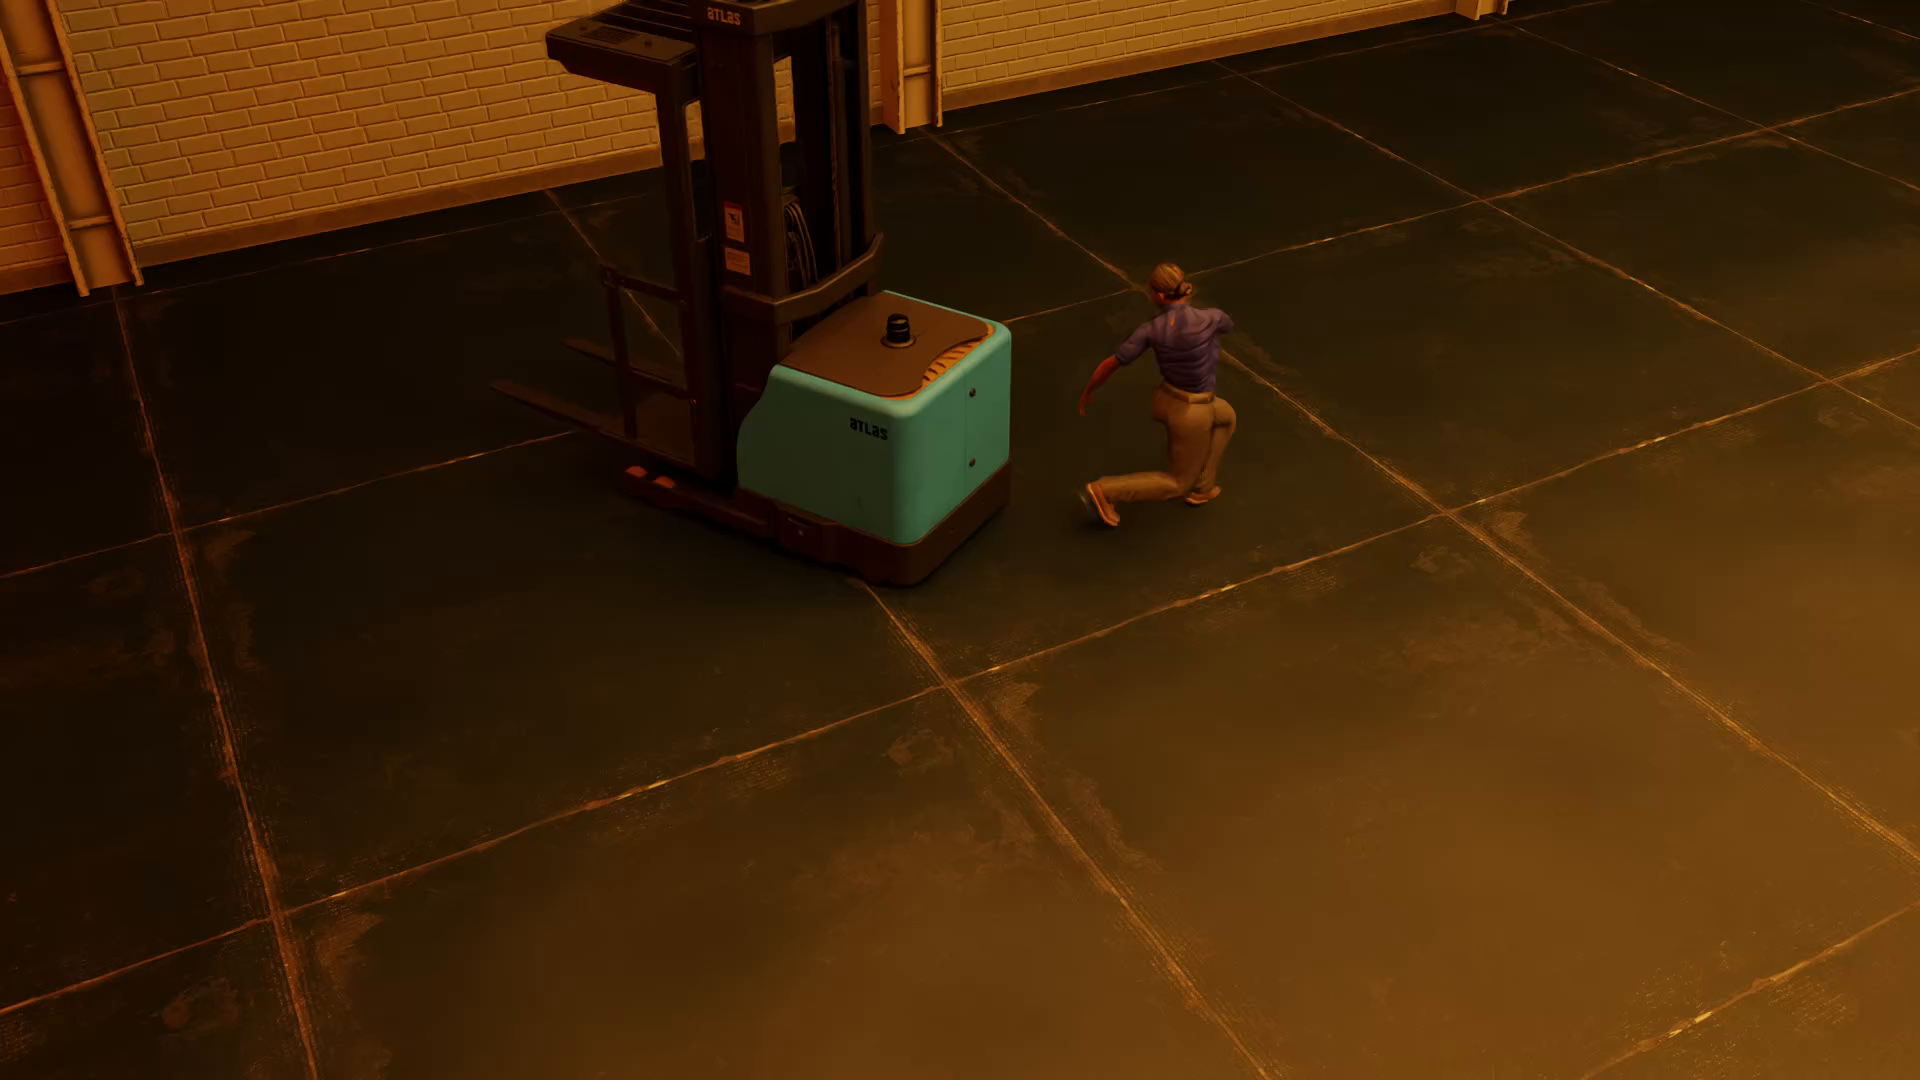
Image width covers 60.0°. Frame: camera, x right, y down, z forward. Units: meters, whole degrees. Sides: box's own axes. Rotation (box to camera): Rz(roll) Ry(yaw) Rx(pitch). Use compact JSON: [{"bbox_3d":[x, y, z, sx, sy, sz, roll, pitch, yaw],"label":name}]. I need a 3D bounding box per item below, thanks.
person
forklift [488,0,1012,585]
[{"bbox_3d":[1.031,-0.743,8.551,0.895,1.428,0.625,-23,41,-29],"label":"person"},{"bbox_3d":[-1.249,-1.609,8.399,3.031,2.935,1.130,20,40,26],"label":"forklift"}]
